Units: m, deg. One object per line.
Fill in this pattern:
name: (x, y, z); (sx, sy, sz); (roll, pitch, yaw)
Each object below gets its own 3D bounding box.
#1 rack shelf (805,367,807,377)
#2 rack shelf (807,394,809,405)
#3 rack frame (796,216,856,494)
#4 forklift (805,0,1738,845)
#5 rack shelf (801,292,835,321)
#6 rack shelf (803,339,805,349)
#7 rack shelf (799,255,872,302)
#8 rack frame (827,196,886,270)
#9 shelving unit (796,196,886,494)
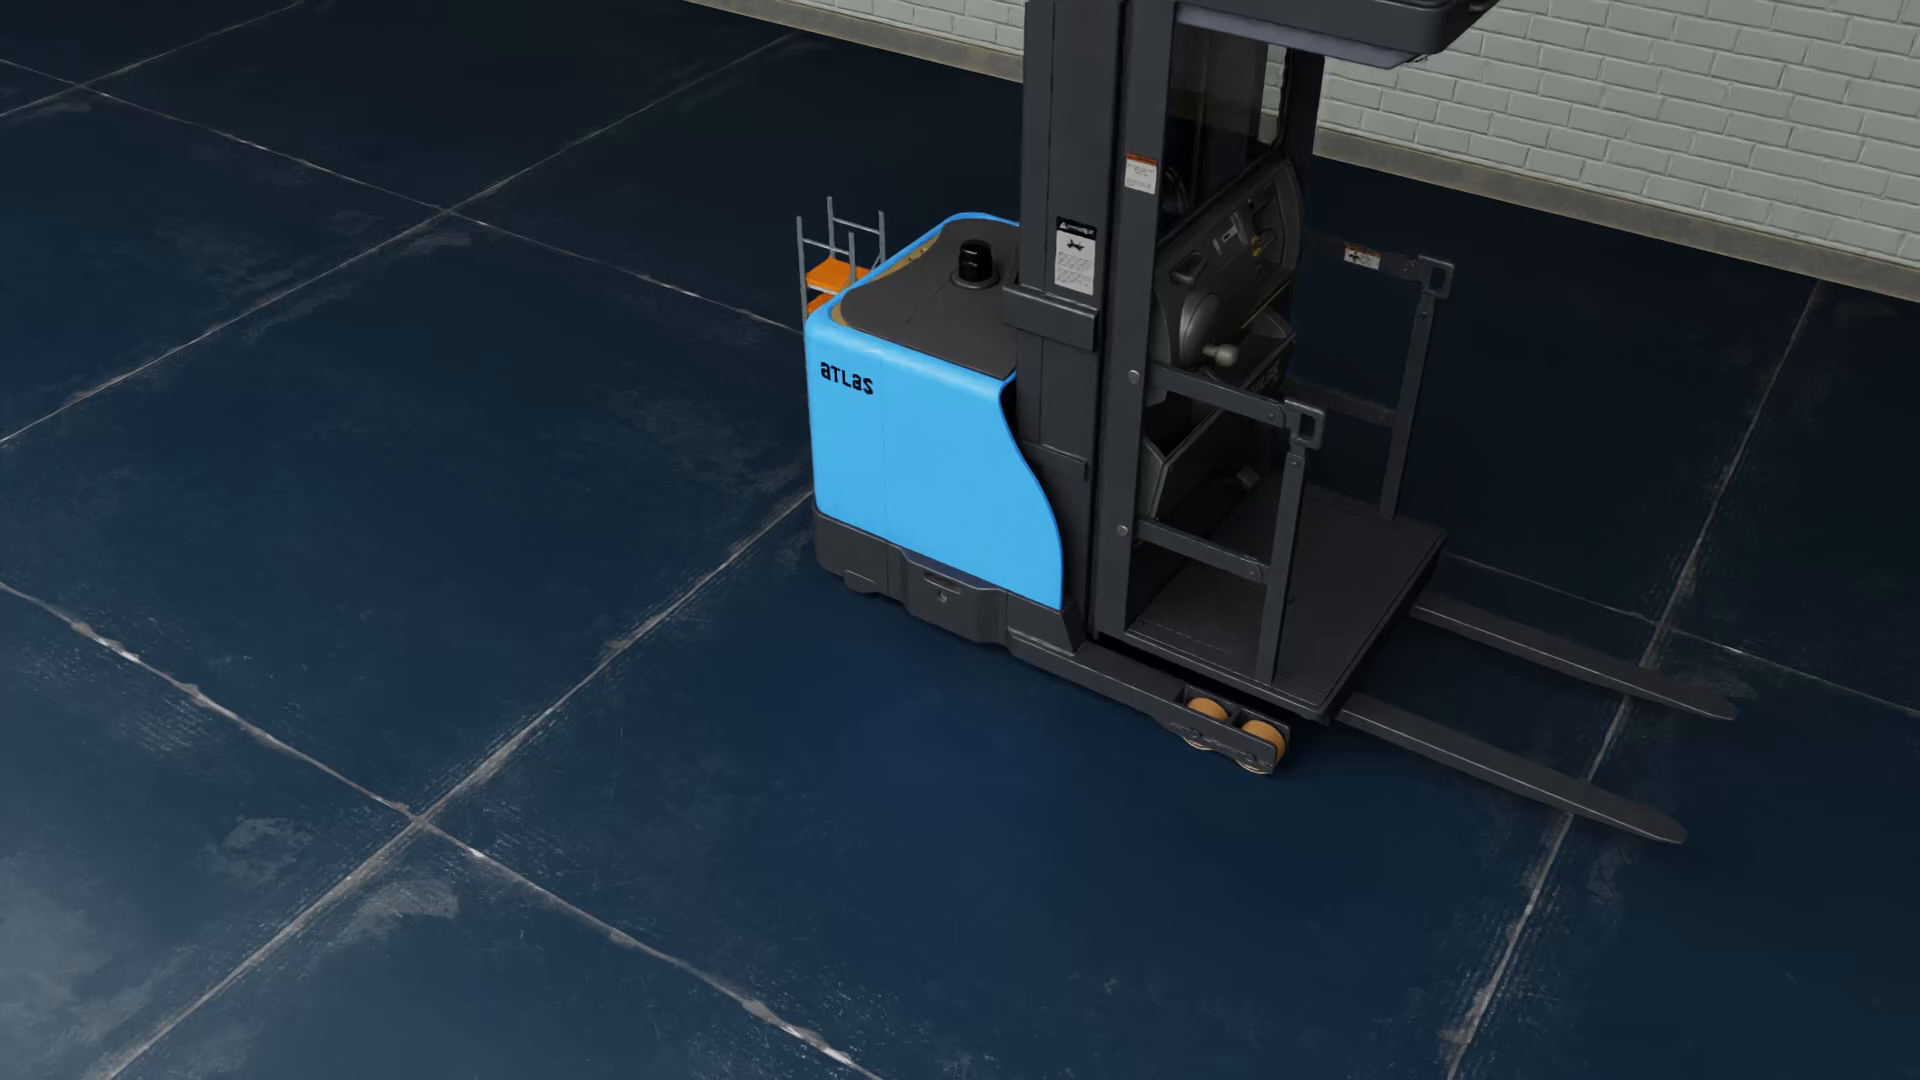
rack shelf: (-0.413, -0.616, 6.139); (0.258, 0.103, 0.180); (21, 42, 25)
rack shelf: (-0.413, -0.521, 6.212); (0.258, 0.103, 0.180); (21, 42, 25)
rack frame: (-0.462, -0.604, 6.050); (0.240, 1.200, 0.006); (21, 42, 25)
forklift: (0.985, -0.791, 4.876); (3.031, 2.935, 1.130); (22, 43, 26)
rack shelf: (-0.413, -0.806, 5.992); (0.258, 0.103, 0.180); (21, 42, 25)
rack shelf: (-0.413, -0.711, 6.066); (0.258, 0.103, 0.180); (21, 42, 25)
rack shelf: (-0.413, -0.901, 5.919); (0.258, 0.103, 0.180); (21, 42, 25)
rack frame: (-0.365, -0.698, 6.173); (0.240, 1.200, 0.006); (21, 42, 25)
shelving unit: (-0.413, -0.651, 6.112); (0.258, 1.200, 0.189); (21, 42, 25)
